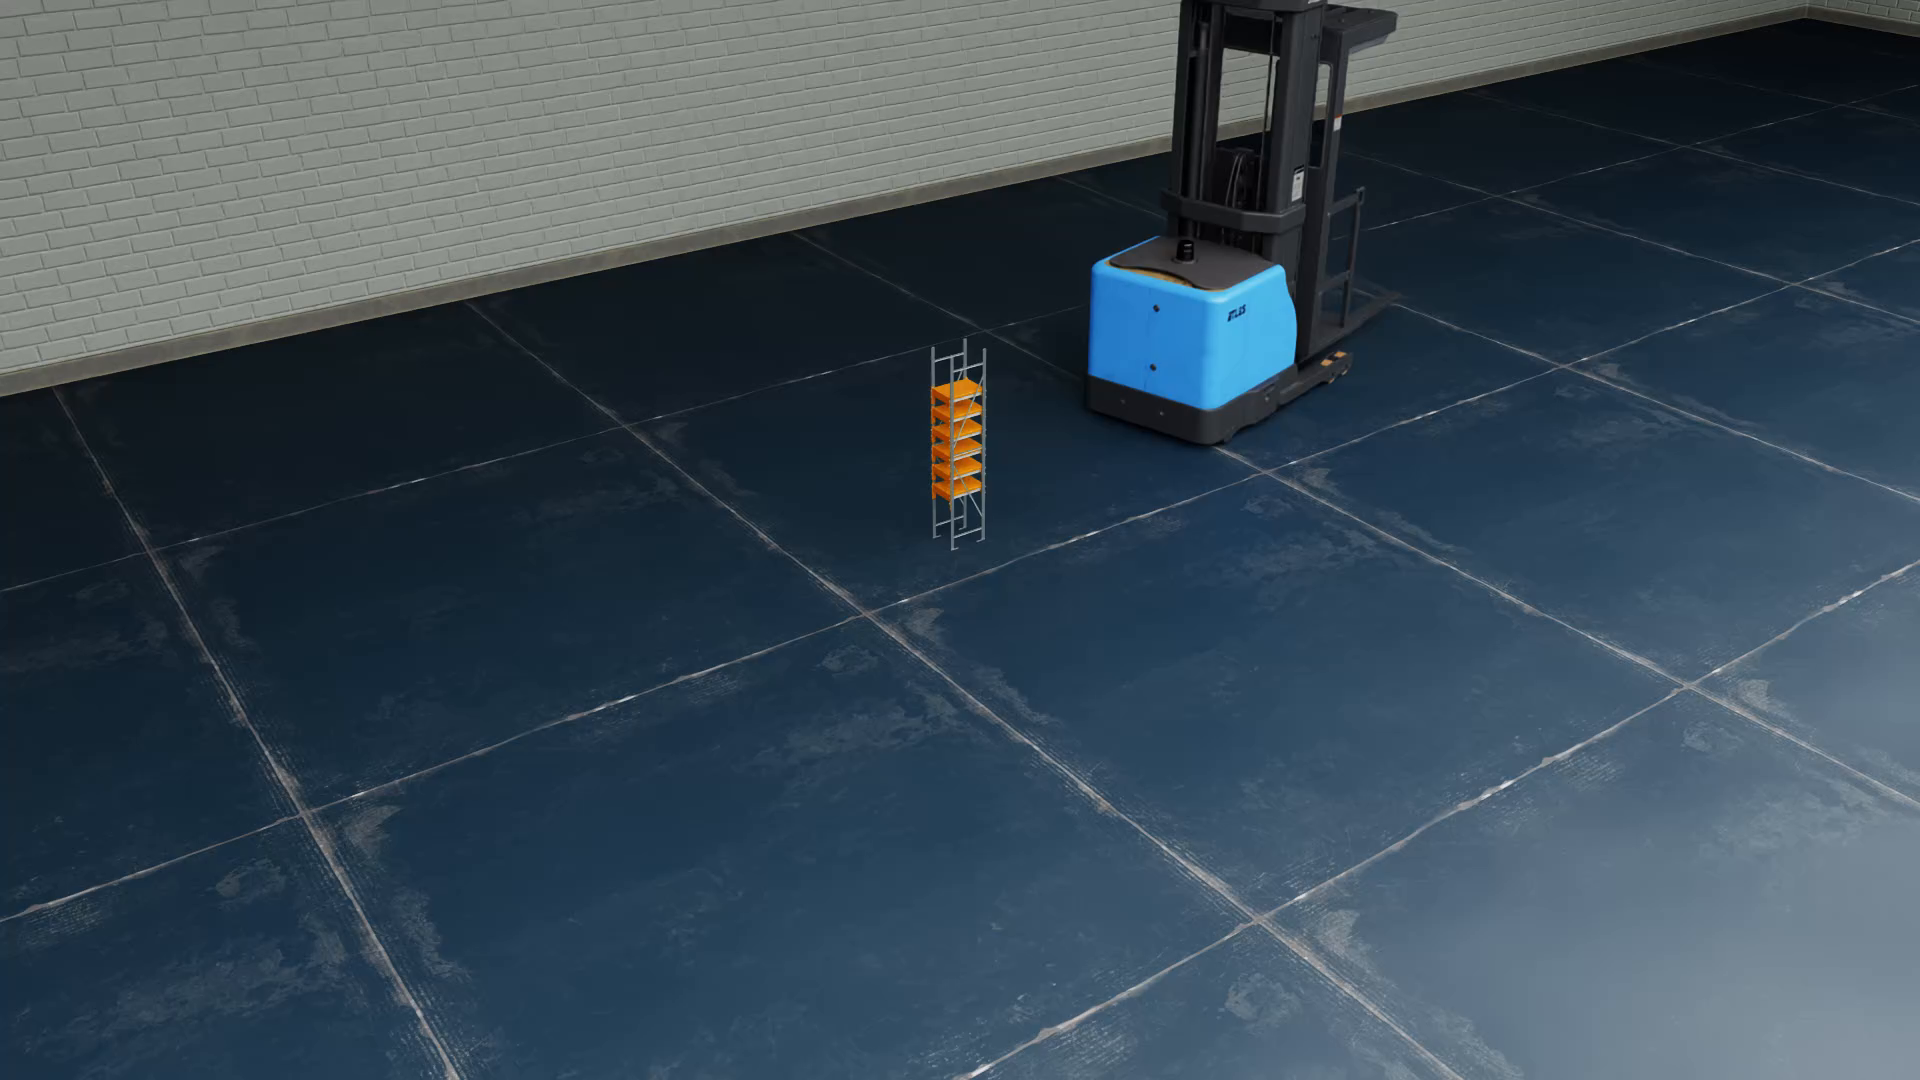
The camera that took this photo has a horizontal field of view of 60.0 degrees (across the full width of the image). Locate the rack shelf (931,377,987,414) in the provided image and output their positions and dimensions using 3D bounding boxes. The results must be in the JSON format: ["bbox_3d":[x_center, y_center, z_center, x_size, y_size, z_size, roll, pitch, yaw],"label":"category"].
[{"bbox_3d":[-0.008,-0.810,9.323,0.258,0.103,0.180,-19,34,-31],"label":"rack shelf"}]

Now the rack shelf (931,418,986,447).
[{"bbox_3d":[-0.008,-0.599,9.438,0.258,0.103,0.180,-19,34,-31],"label":"rack shelf"}]

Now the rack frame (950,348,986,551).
[{"bbox_3d":[0.045,-0.497,9.409,0.240,1.200,0.006,-19,34,-31],"label":"rack frame"}]

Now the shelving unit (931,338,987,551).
[{"bbox_3d":[-0.008,-0.533,9.474,0.258,1.200,0.189,-19,34,-31],"label":"shelving unit"}]

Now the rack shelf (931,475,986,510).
[{"bbox_3d":[-0.008,-0.283,9.610,0.258,0.103,0.180,-19,34,-31],"label":"rack shelf"}]

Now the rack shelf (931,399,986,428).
[{"bbox_3d":[-0.008,-0.705,9.381,0.258,0.103,0.180,-19,34,-31],"label":"rack shelf"}]

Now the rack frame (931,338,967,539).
[{"bbox_3d":[-0.061,-0.568,9.540,0.240,1.200,0.006,-19,34,-31],"label":"rack frame"}]

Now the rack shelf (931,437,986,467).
[{"bbox_3d":[-0.008,-0.494,9.495,0.258,0.103,0.180,-19,34,-31],"label":"rack shelf"}]

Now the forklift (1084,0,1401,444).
[{"bbox_3d":[2.167,-2.537,11.350,1.130,2.935,3.031,22,35,34],"label":"forklift"}]

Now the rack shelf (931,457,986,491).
[{"bbox_3d":[-0.008,-0.388,9.552,0.258,0.103,0.180,-19,34,-31],"label":"rack shelf"}]
